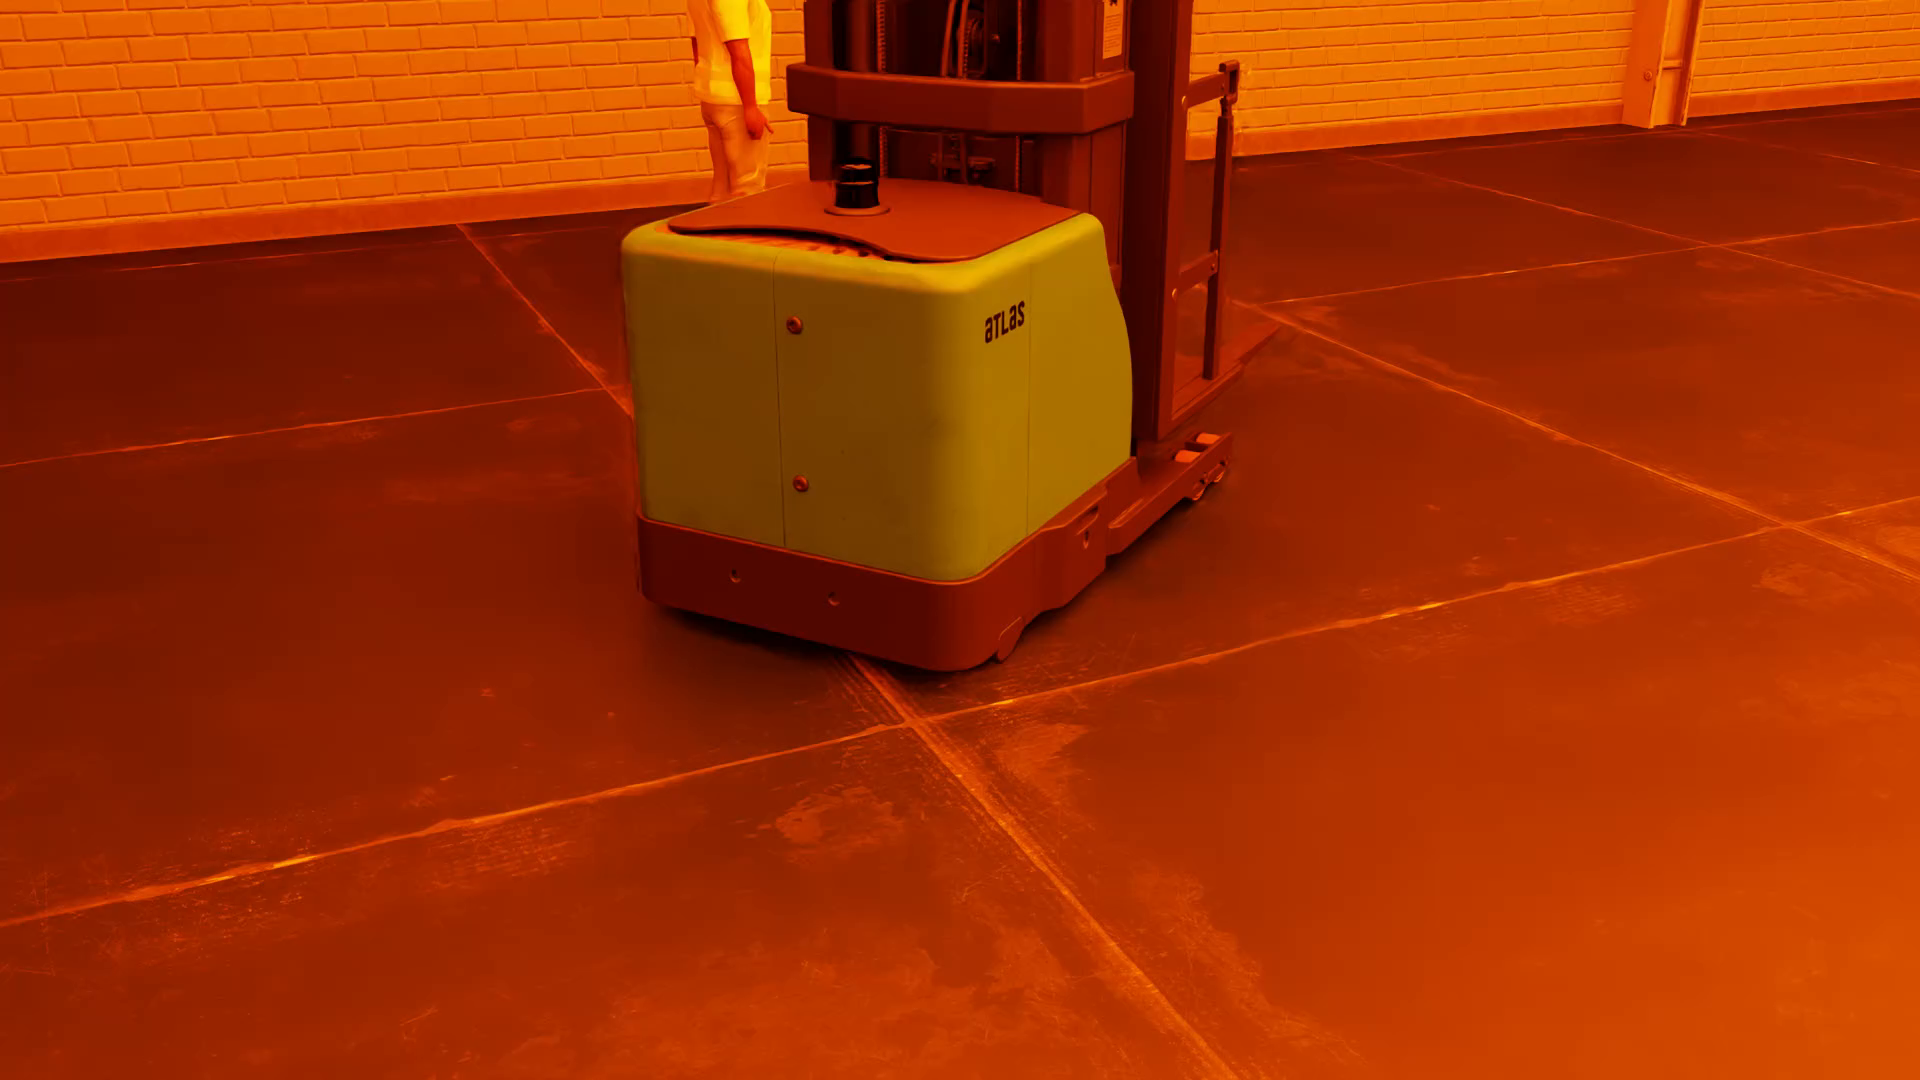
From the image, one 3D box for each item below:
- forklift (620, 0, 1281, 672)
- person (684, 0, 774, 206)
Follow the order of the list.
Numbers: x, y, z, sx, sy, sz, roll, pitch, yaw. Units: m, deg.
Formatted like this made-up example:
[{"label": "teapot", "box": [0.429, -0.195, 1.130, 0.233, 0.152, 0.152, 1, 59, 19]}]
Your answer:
[{"label": "forklift", "box": [0.261, -1.552, 5.022, 1.130, 2.935, 3.031, 12, 25, 26]}, {"label": "person", "box": [-1.018, -1.998, 7.616, 0.392, 1.770, 0.556, -11, 25, -26]}]
